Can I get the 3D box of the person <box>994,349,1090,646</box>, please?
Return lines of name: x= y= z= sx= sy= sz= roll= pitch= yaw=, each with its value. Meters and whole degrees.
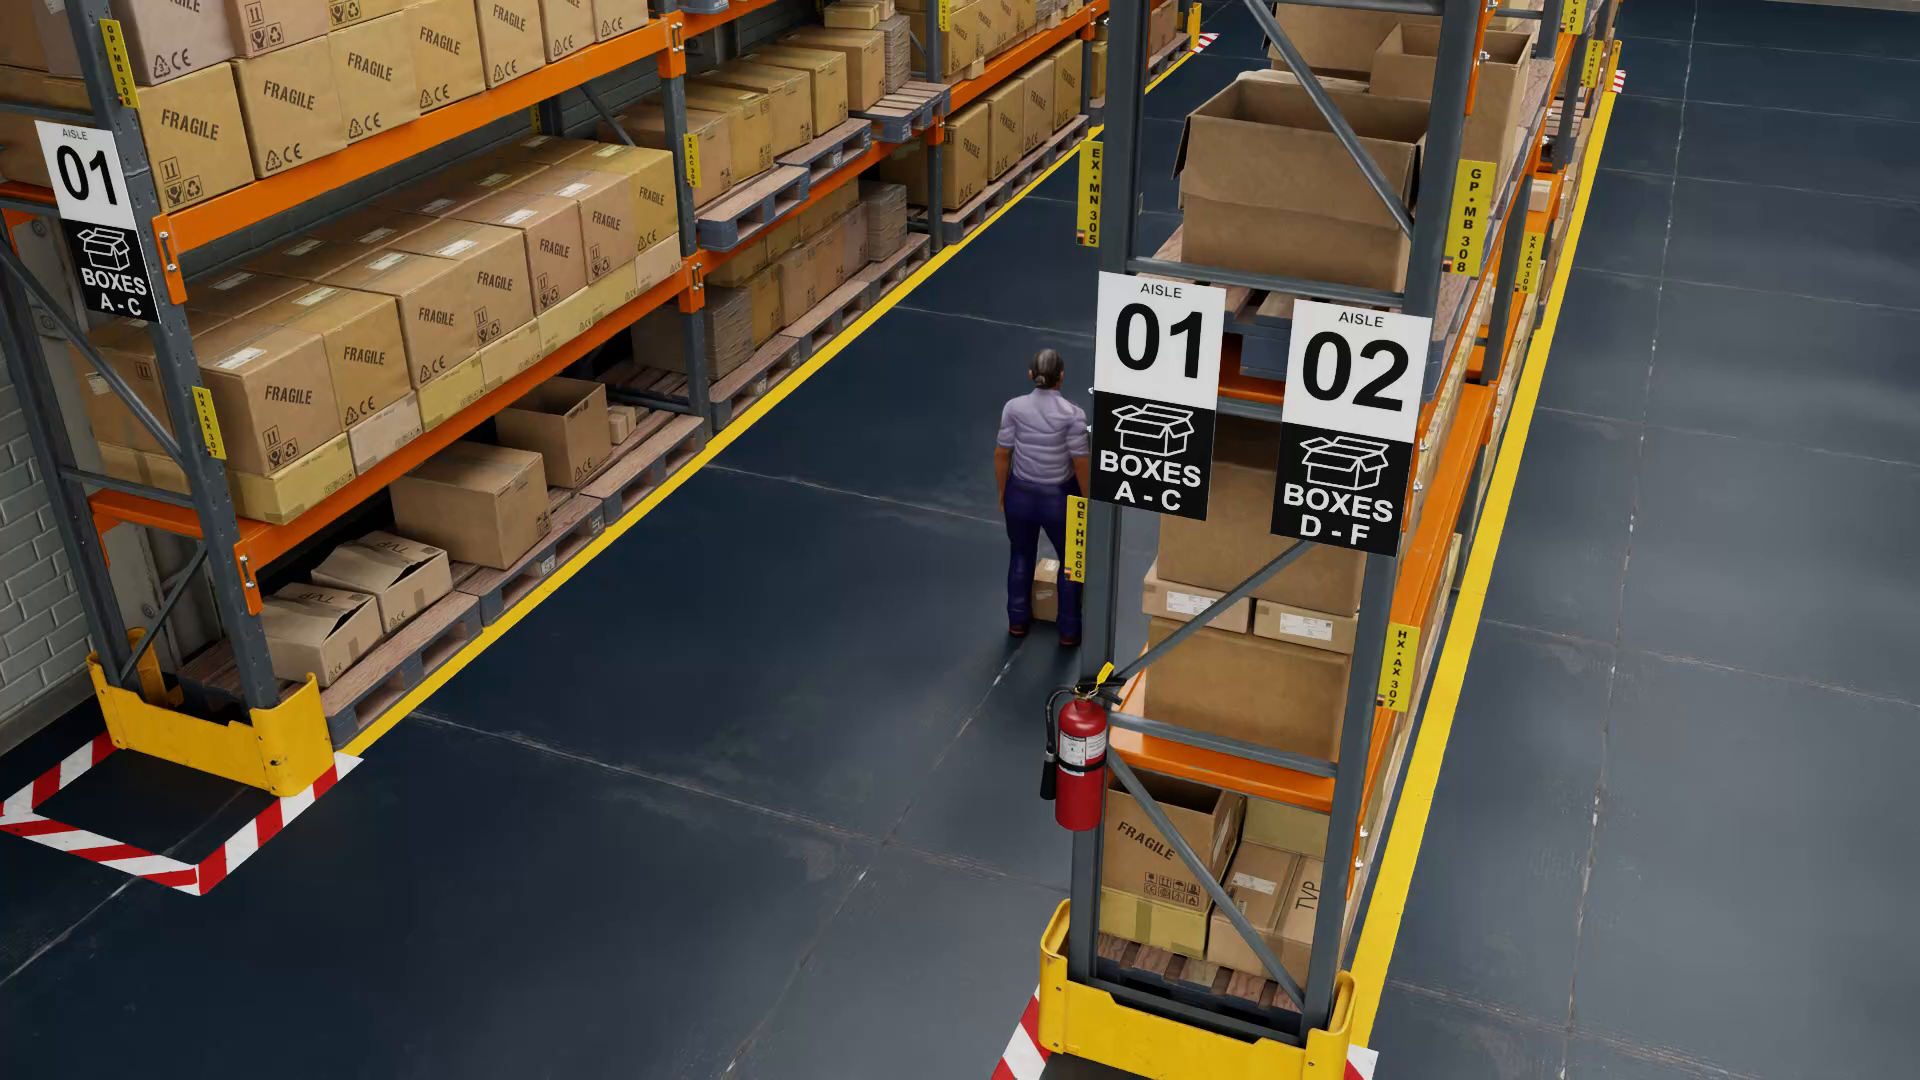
person: x=0.457 y=-0.212 z=8.770 sx=0.556 sy=1.651 sz=0.376 roll=10 pitch=31 yaw=17
